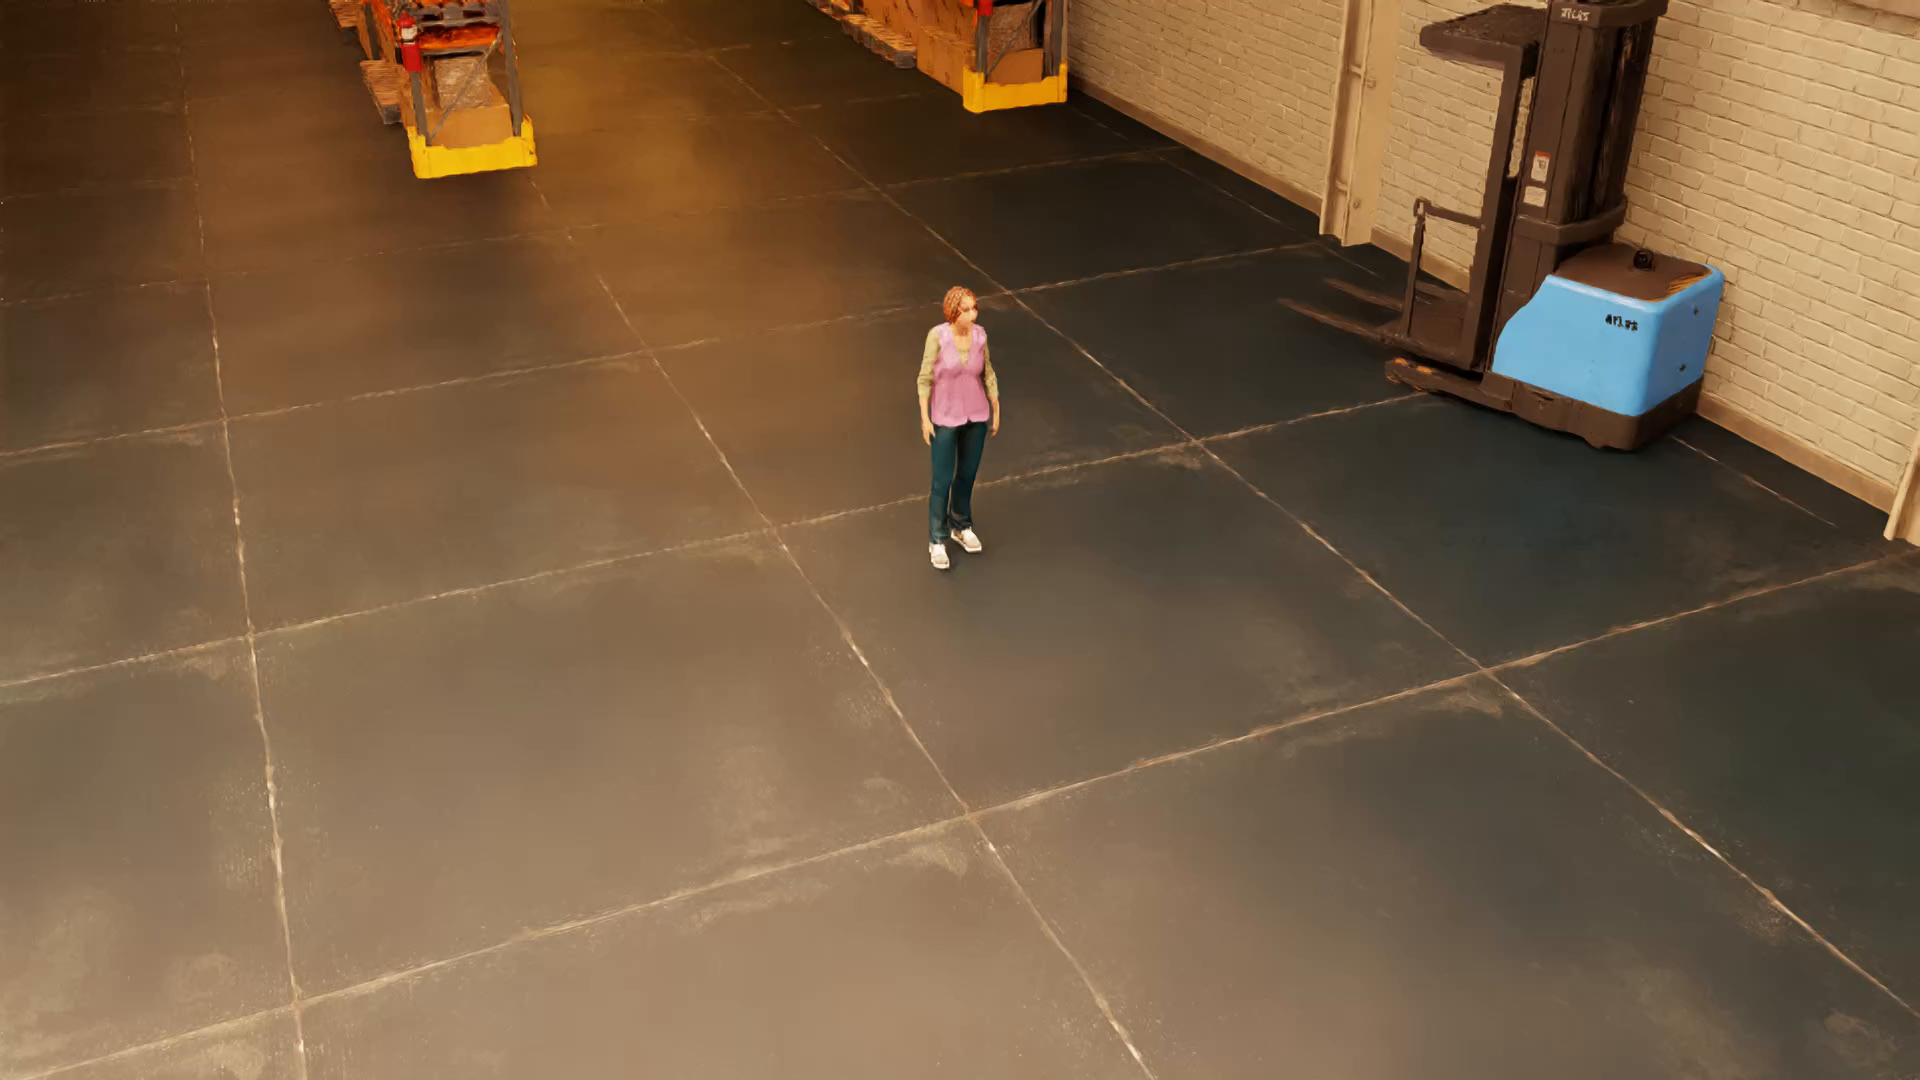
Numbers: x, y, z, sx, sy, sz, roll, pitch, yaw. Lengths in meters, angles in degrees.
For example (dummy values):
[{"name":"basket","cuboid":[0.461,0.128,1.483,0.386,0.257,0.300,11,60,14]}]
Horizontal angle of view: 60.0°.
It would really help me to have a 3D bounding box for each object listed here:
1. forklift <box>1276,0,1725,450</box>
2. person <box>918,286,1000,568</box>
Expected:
[{"name":"forklift","cuboid":[3.730,-2.508,11.505,1.130,2.935,3.031,-25,38,-37]},{"name":"person","cuboid":[0.017,-0.657,9.613,0.520,1.583,0.474,-12,32,-20]}]
